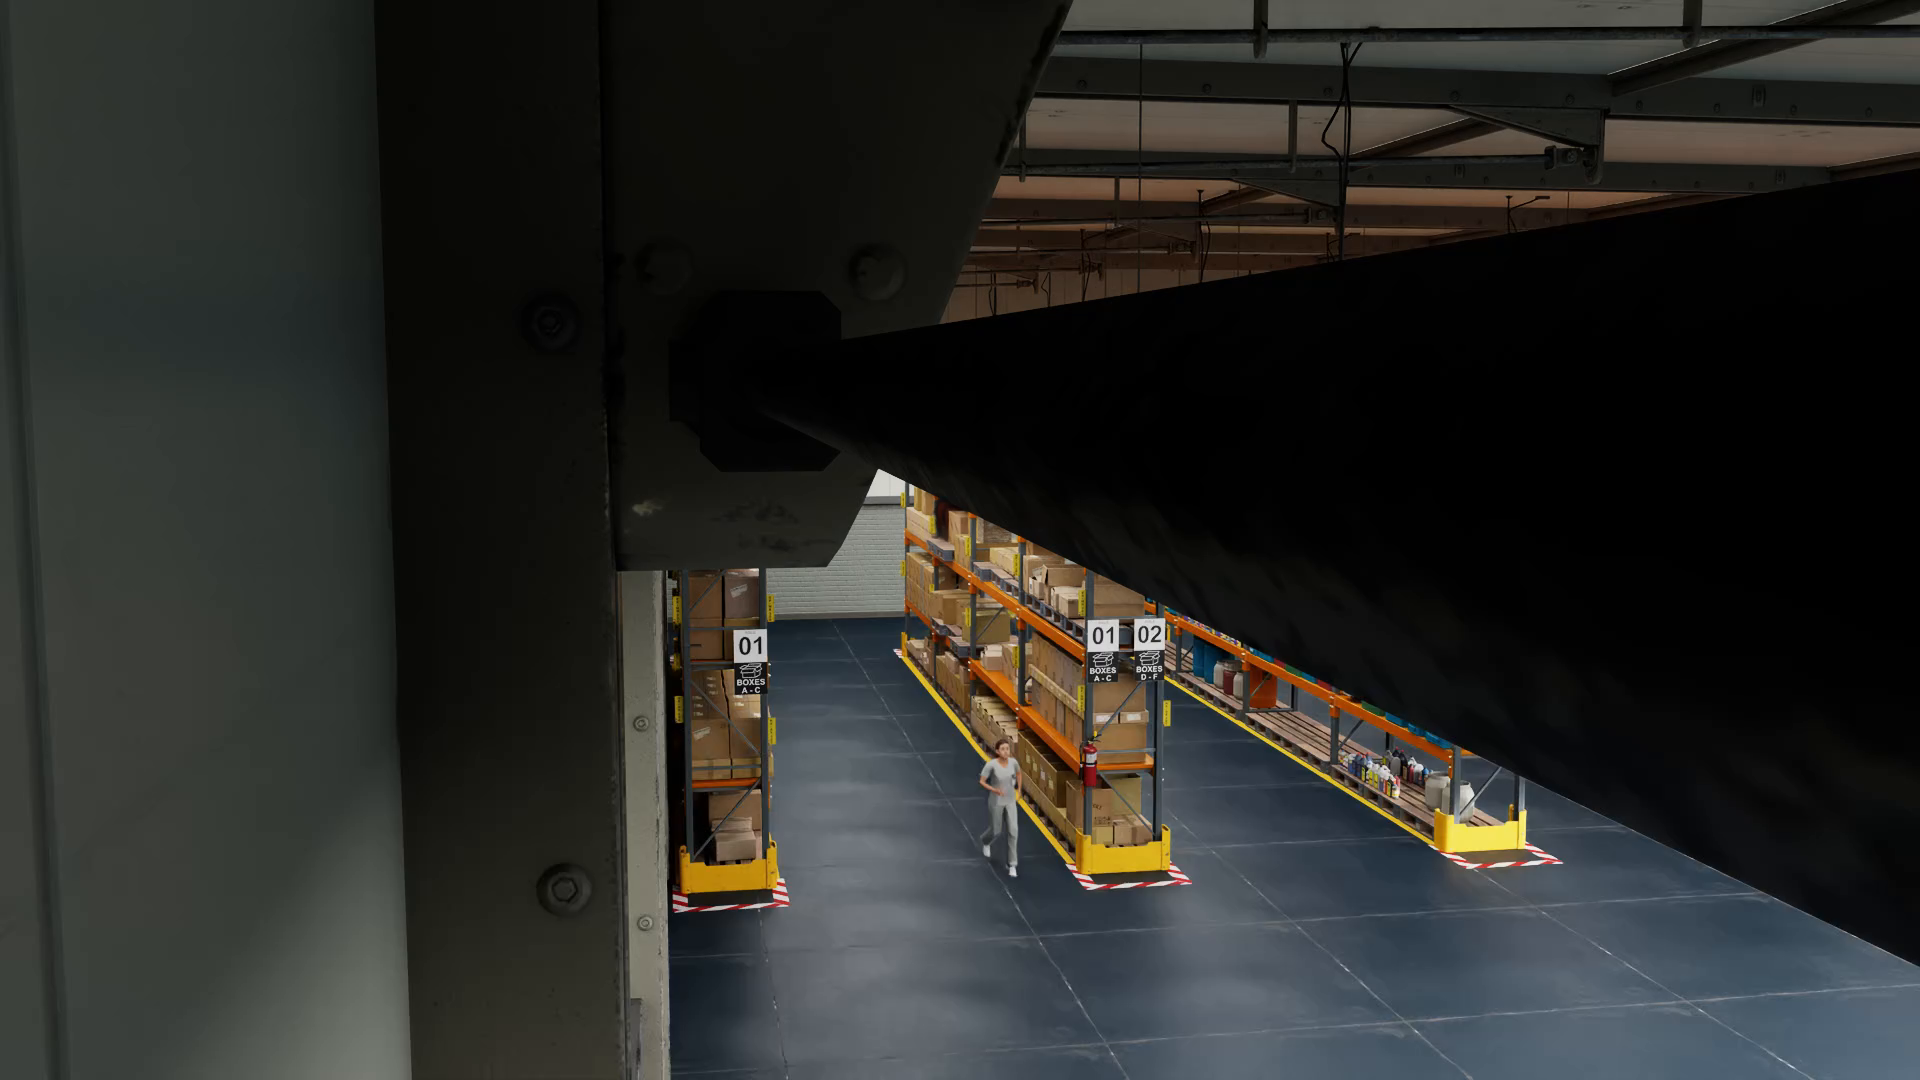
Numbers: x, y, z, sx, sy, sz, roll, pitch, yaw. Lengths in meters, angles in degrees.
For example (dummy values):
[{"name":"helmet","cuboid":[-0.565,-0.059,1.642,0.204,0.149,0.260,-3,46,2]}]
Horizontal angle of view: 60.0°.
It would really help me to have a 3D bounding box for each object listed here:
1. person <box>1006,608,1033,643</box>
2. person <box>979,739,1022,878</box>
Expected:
[{"name":"person","cuboid":[1.187,1.667,36.437,0.719,1.709,0.941,-3,7,-30]},{"name":"person","cuboid":[0.525,3.342,21.026,0.606,1.697,0.905,-2,6,-18]}]
